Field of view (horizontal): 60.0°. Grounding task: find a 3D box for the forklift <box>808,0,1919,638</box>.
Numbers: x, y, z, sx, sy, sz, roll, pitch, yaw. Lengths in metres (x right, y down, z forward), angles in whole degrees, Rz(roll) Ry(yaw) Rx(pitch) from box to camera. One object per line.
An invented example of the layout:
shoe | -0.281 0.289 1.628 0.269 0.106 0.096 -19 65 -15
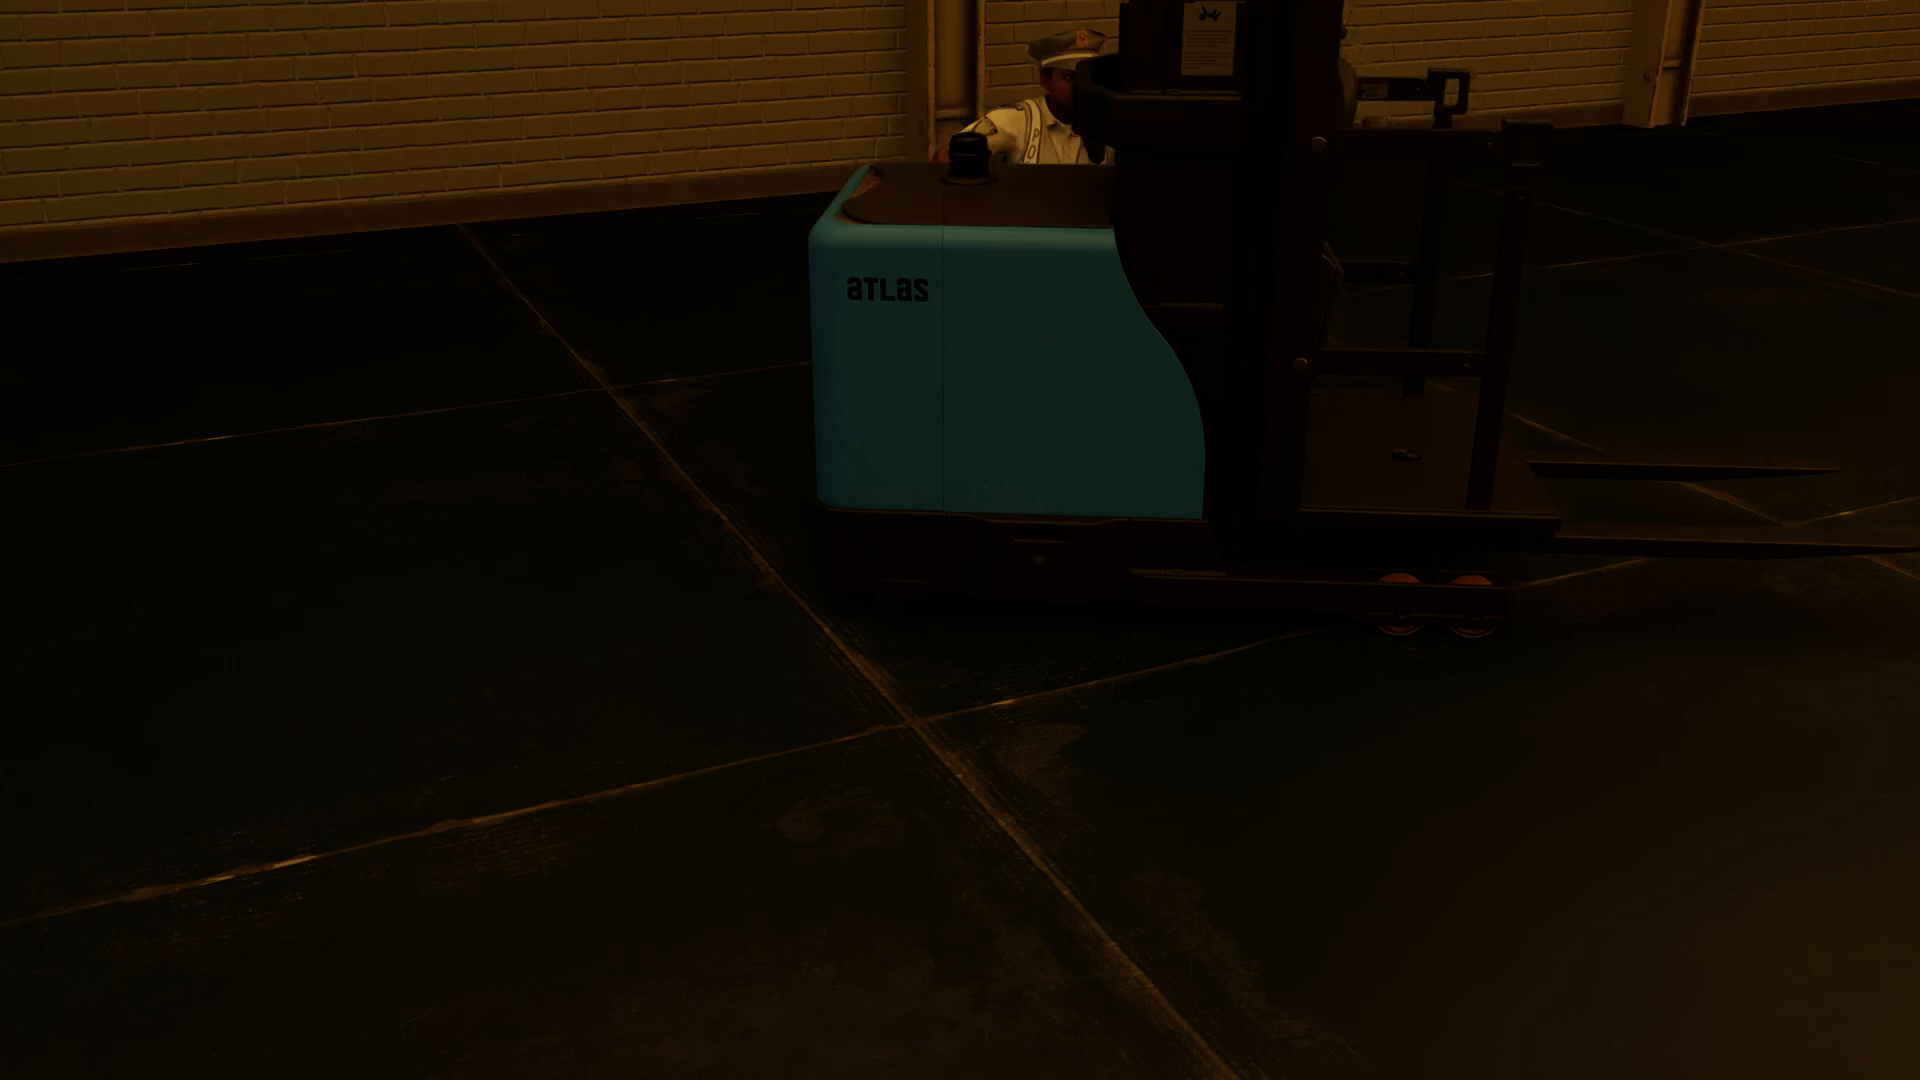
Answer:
forklift | 1.137 -1.302 4.421 3.031 2.935 1.130 2 23 4

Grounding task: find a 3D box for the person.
person | 0.362 -0.871 5.305 0.887 1.441 0.817 -11 25 -24
